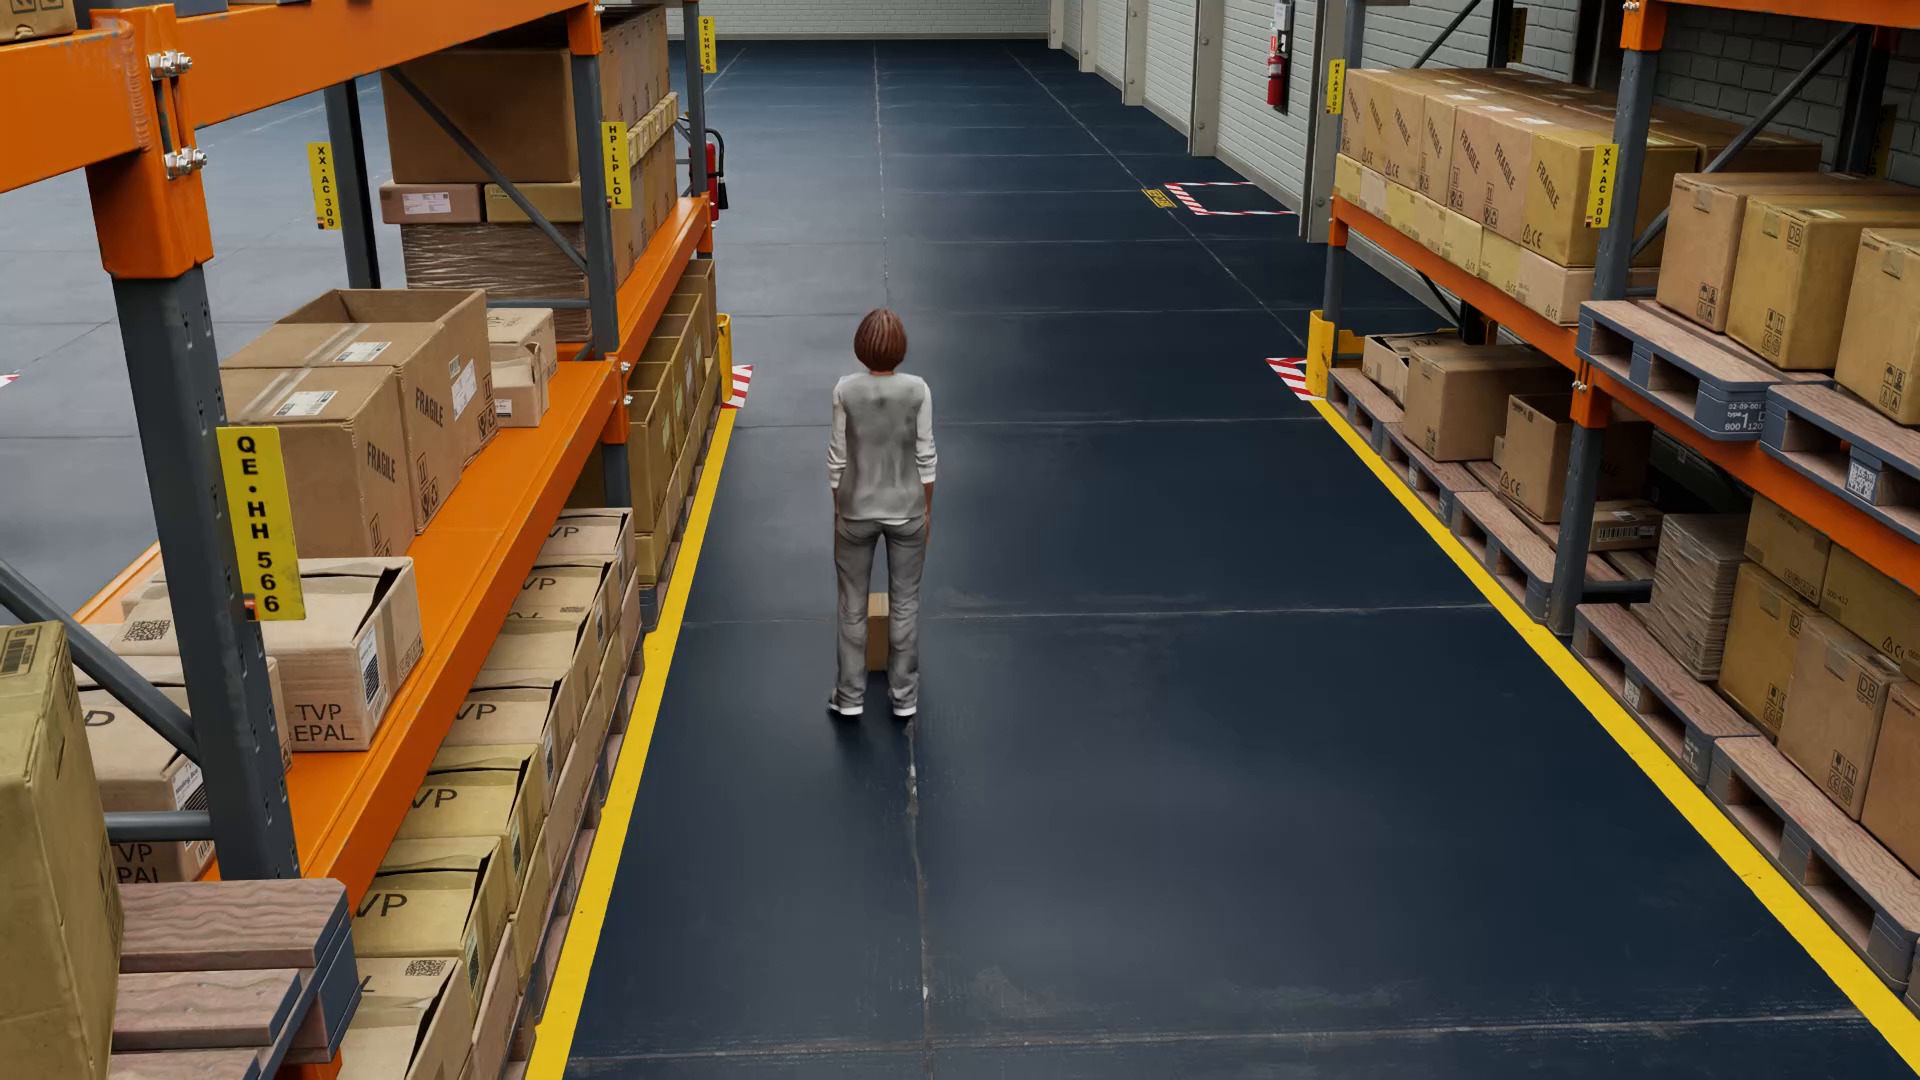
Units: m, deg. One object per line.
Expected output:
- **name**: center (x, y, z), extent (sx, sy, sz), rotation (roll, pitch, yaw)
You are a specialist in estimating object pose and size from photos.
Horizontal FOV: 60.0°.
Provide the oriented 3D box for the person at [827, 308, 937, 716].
- **person**: center (-0.301, -0.079, 6.285), extent (0.433, 1.622, 0.312), rotation (-1, 21, -3)
